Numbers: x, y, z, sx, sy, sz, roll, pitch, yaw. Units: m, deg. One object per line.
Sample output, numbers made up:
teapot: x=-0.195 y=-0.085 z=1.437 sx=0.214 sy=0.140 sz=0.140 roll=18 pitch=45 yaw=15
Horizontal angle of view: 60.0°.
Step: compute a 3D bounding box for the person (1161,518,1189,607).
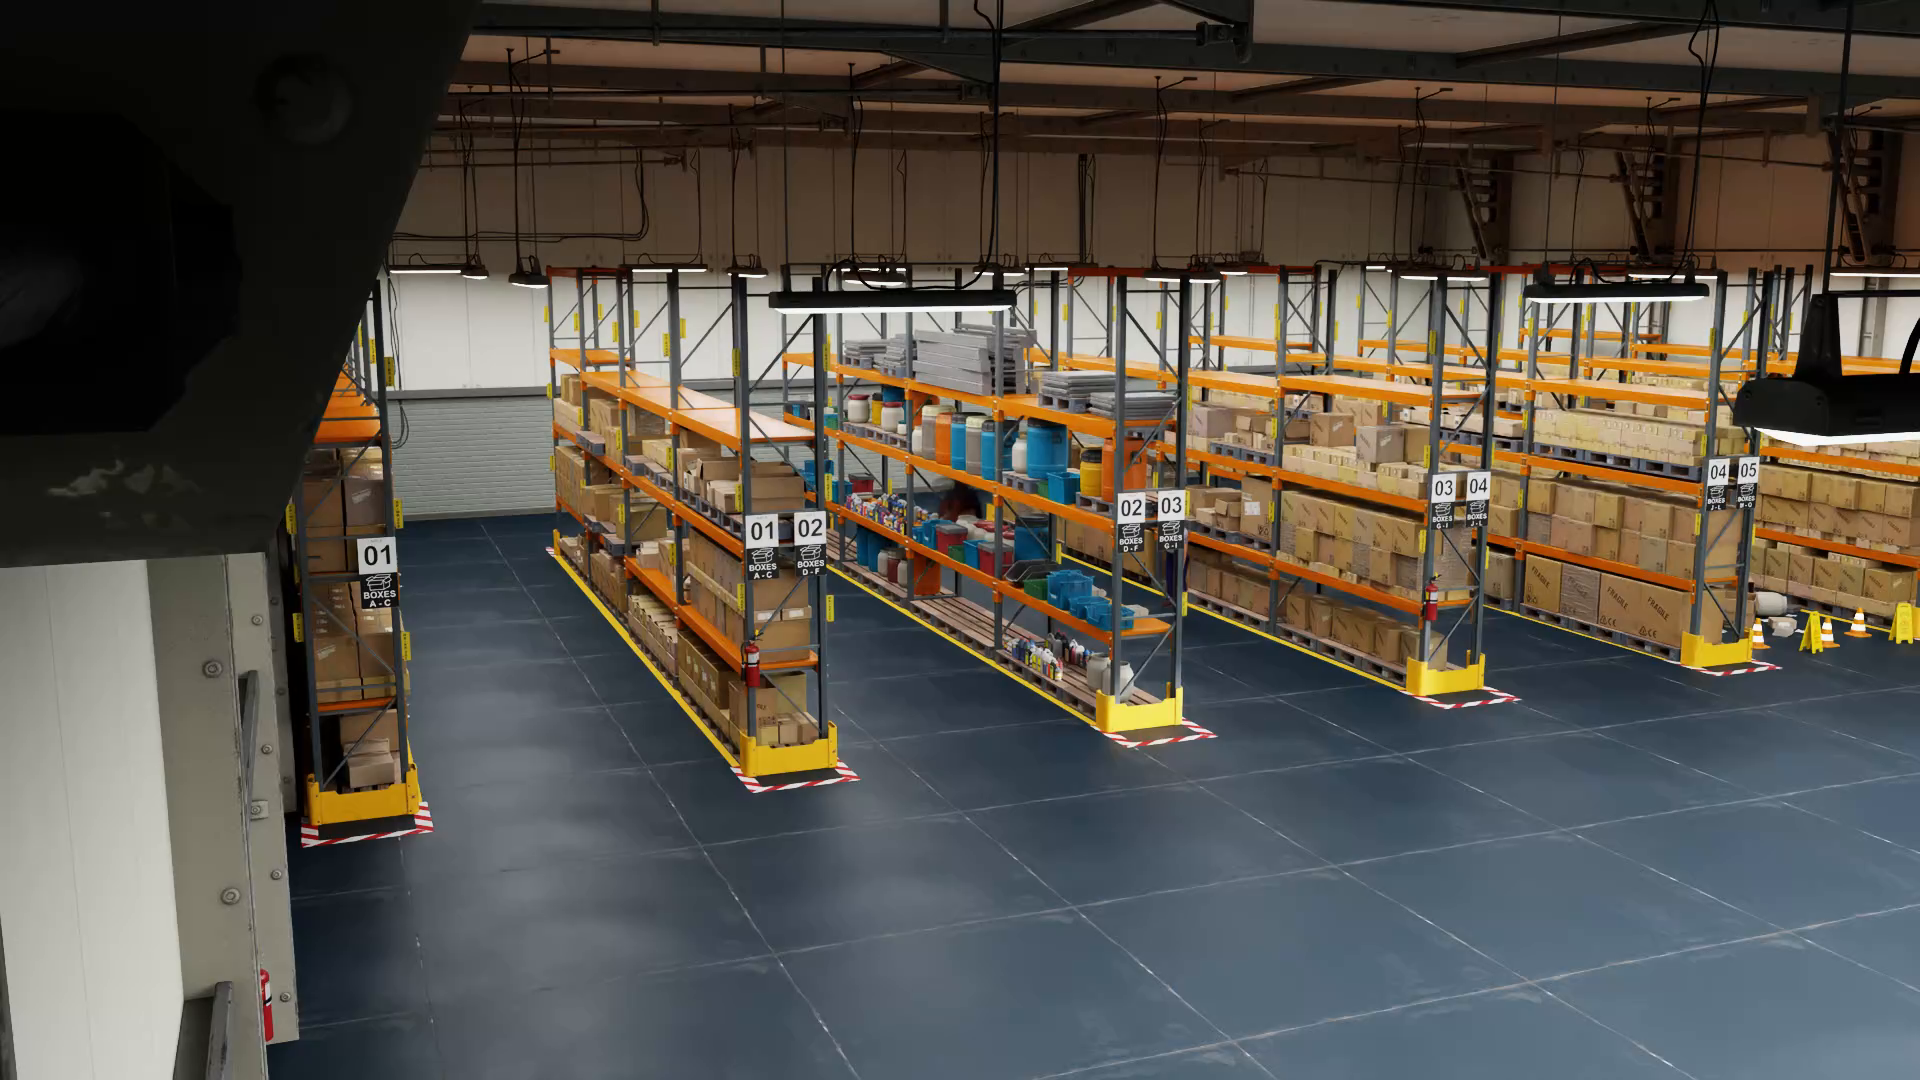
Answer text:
person: x=3.669 y=0.335 z=28.222 sx=0.392 sy=1.650 sz=0.518 roll=-6 pitch=12 yaw=-32
